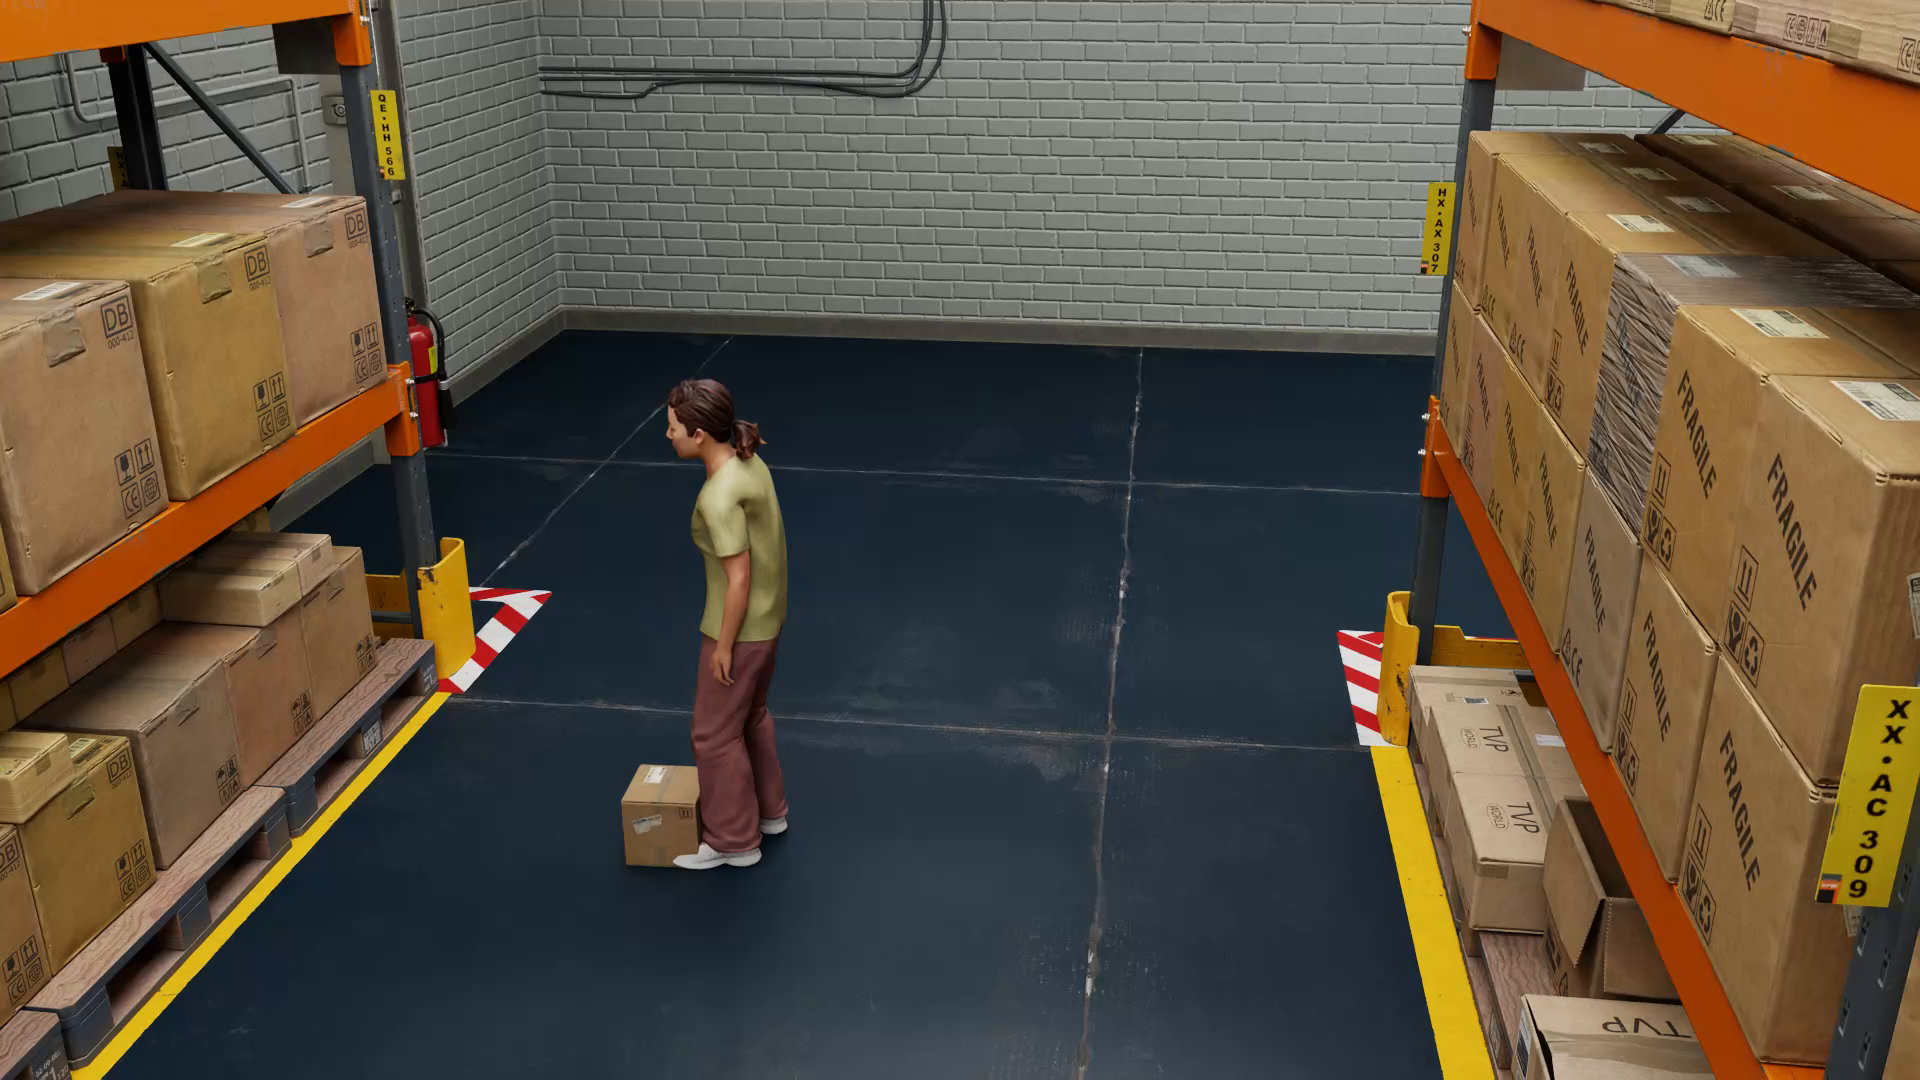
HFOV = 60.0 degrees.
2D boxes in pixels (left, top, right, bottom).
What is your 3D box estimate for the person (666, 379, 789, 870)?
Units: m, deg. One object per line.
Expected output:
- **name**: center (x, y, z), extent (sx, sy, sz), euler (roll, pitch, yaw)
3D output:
- **person**: center (-0.764, 0.280, 5.368), extent (0.416, 1.671, 0.506), euler (1, 21, 4)
